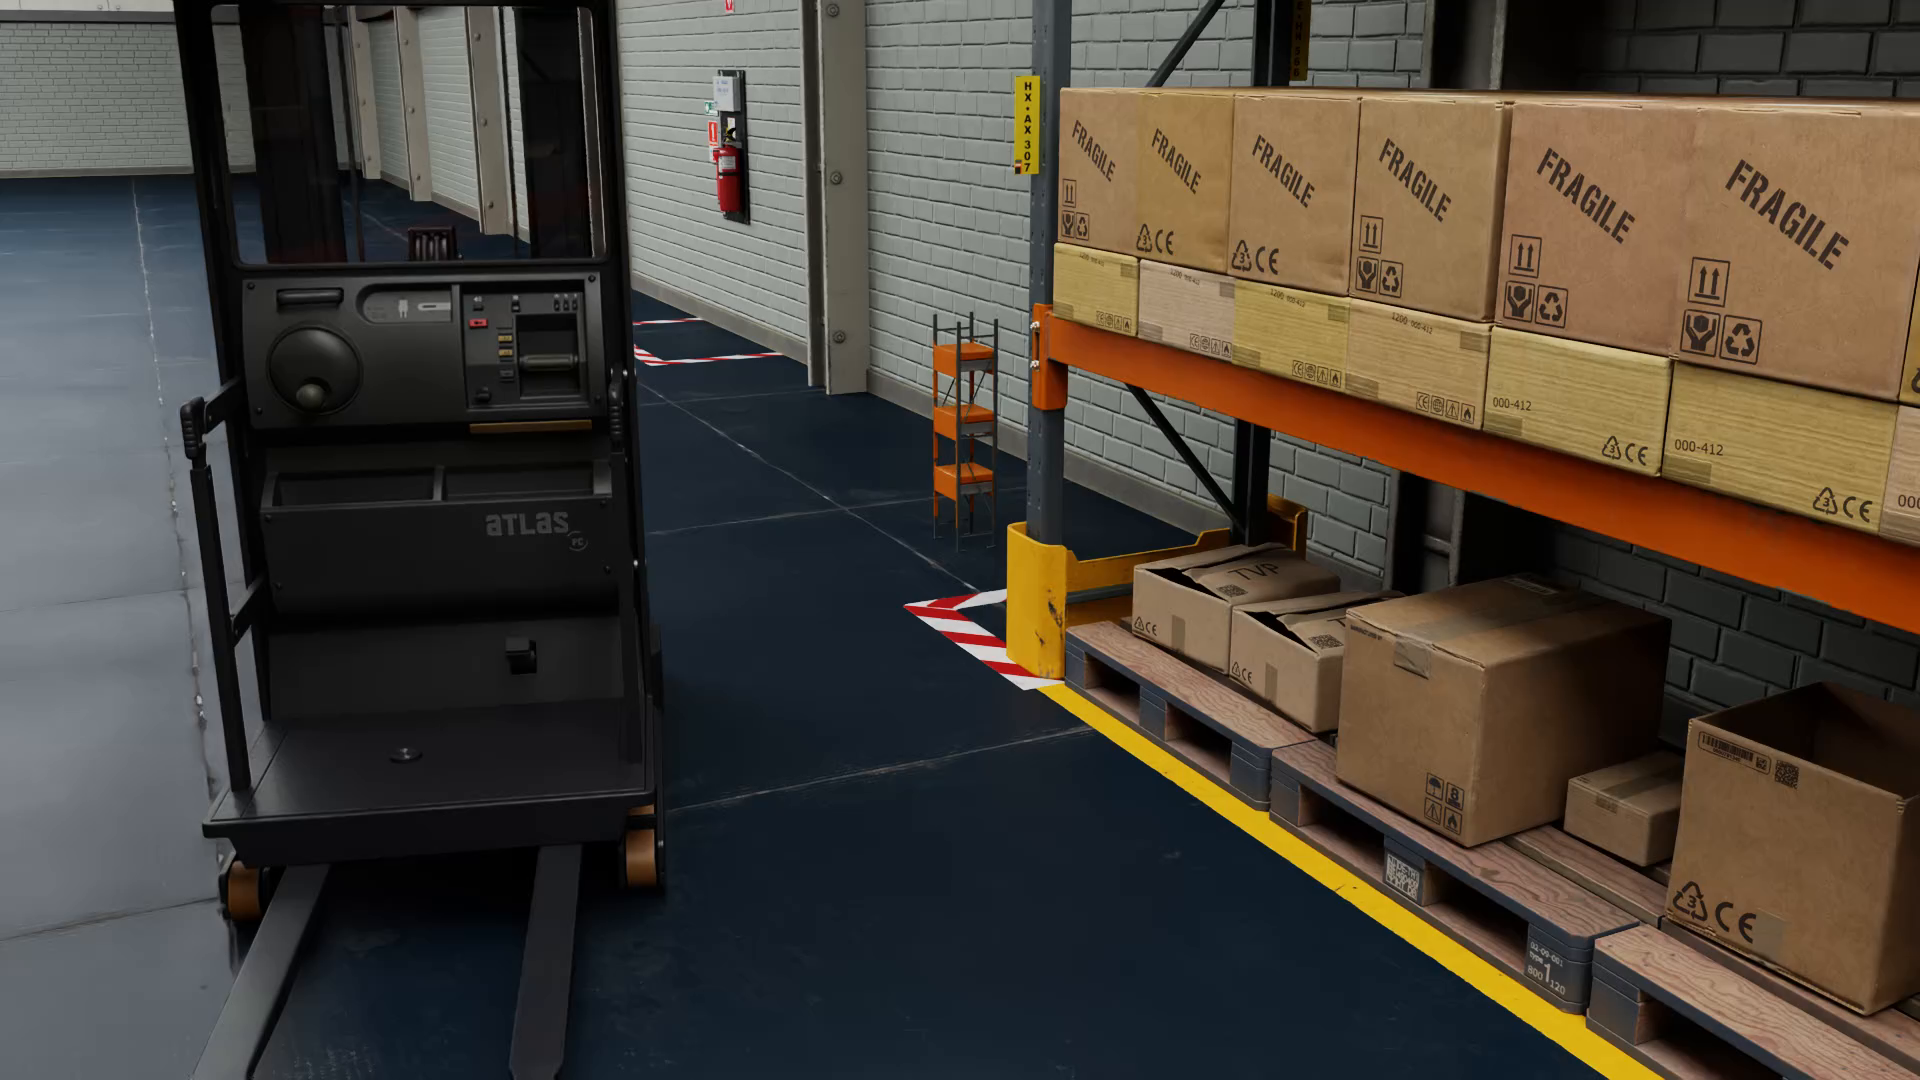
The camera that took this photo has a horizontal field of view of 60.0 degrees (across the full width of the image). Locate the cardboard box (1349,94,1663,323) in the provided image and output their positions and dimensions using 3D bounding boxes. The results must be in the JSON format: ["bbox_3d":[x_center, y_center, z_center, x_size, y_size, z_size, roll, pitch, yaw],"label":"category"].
[{"bbox_3d":[1.324,-0.829,4.077,0.500,0.500,0.500,-7,17,-23],"label":"cardboard box"}]

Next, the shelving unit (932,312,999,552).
[{"bbox_3d":[0.023,-0.491,7.560,0.215,1.050,0.252,-8,18,-25],"label":"shelving unit"}]

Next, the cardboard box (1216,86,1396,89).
[{"bbox_3d":[1.117,-1.271,5.619,0.500,0.500,0.500,-8,18,-26],"label":"cardboard box"}]

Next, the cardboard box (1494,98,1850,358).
[{"bbox_3d":[1.552,-0.700,3.628,0.500,0.500,0.500,-8,18,-26],"label":"cardboard box"}]

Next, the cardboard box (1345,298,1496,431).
[{"bbox_3d":[1.326,-0.463,4.162,0.500,0.250,0.500,-7,18,-24],"label":"cardboard box"}]

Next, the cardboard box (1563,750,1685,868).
[{"bbox_3d":[1.789,0.687,4.289,0.380,0.149,0.250,-9,18,-29],"label":"cardboard box"}]

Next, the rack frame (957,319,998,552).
[{"bbox_3d":[0.077,-0.461,7.454,0.200,1.050,0.008,-8,18,-25],"label":"rack frame"}]

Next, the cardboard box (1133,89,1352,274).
[{"bbox_3d":[0.866,-1.084,4.967,0.500,0.500,0.500,-8,18,-25],"label":"cardboard box"}]

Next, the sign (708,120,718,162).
[{"bbox_3d":[-2.022,-3.267,13.634,0.001,0.329,0.234,-8,18,-25],"label":"sign"}]

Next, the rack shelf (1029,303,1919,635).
[{"bbox_3d":[1.596,-0.223,4.394,1.077,0.370,4.000,-8,18,-25],"label":"rack shelf"}]

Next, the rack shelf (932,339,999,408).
[{"bbox_3d":[0.023,-0.754,7.484,0.215,0.259,0.240,-8,18,-25],"label":"rack shelf"}]

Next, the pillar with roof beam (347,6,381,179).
[{"bbox_3d":[-15.209,-10.798,29.063,9.100,9.000,0.400,-8,18,-25],"label":"pillar with roof beam"}]

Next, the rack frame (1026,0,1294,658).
[{"bbox_3d":[0.720,-1.065,6.023,1.000,3.000,0.127,-8,18,-25],"label":"rack frame"}]

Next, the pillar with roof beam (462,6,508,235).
[{"bbox_3d":[-9.952,-7.822,18.695,9.100,9.000,0.400,-8,18,-25],"label":"pillar with roof beam"}]

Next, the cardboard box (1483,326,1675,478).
[{"bbox_3d":[1.547,-0.339,3.728,0.500,0.250,0.500,-8,18,-25],"label":"cardboard box"}]

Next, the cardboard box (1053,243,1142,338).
[{"bbox_3d":[0.648,-0.843,5.485,0.500,0.250,0.500,-8,18,-27],"label":"cardboard box"}]

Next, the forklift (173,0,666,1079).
[{"bbox_3d":[-1.395,-0.527,4.274,1.130,2.935,3.031,-3,16,-10],"label":"forklift"}]

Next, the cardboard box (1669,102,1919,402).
[{"bbox_3d":[1.763,-0.574,3.188,0.500,0.500,0.500,-8,18,-25],"label":"cardboard box"}]

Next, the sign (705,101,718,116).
[{"bbox_3d":[-2.028,-3.520,13.553,0.001,0.109,0.331,-8,18,-25],"label":"sign"}]

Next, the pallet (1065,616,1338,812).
[{"bbox_3d":[1.077,0.500,5.625,1.003,0.211,1.213,-8,18,-25],"label":"pallet"}]

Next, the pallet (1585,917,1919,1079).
[{"bbox_3d":[2.146,1.105,3.516,1.003,0.211,1.213,-8,18,-25],"label":"pallet"}]

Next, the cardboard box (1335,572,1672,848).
[{"bbox_3d":[1.468,0.437,4.523,0.700,0.500,0.500,-9,18,-28],"label":"cardboard box"}]

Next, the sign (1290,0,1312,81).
[{"bbox_3d":[1.227,-1.835,6.036,0.100,0.325,0.005,-8,18,-25],"label":"sign"}]

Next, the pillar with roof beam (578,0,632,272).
[{"bbox_3d":[-7.323,-6.334,13.510,9.100,9.000,0.400,-8,18,-25],"label":"pillar with roof beam"}]

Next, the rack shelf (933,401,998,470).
[{"bbox_3d":[0.023,-0.481,7.563,0.215,0.259,0.240,-8,18,-25],"label":"rack shelf"}]

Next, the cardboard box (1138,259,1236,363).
[{"bbox_3d":[0.888,-0.716,5.042,0.500,0.250,0.500,-8,18,-27],"label":"cardboard box"}]

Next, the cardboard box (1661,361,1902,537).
[{"bbox_3d":[1.781,-0.216,3.300,0.500,0.250,0.500,-8,18,-25],"label":"cardboard box"}]

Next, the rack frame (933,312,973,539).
[{"bbox_3d":[-0.030,-0.522,7.665,0.200,1.050,0.008,-8,18,-25],"label":"rack frame"}]

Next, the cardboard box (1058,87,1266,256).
[{"bbox_3d":[0.659,-1.208,5.398,0.500,0.500,0.500,-8,18,-25],"label":"cardboard box"}]

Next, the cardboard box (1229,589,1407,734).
[{"bbox_3d":[1.192,0.340,5.204,0.500,0.311,0.500,-6,17,-20],"label":"cardboard box"}]

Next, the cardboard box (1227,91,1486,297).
[{"bbox_3d":[1.087,-0.955,4.518,0.500,0.500,0.500,-8,18,-27],"label":"cardboard box"}]

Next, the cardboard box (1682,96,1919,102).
[{"bbox_3d":[2.017,-0.766,3.856,0.500,0.500,0.500,-7,17,-23],"label":"cardboard box"}]

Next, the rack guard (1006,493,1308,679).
[{"bbox_3d":[0.753,0.156,6.302,1.175,0.500,0.348,-8,18,-25],"label":"rack guard"}]

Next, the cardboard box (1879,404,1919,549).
[{"bbox_3d":[1.992,-0.091,2.866,0.500,0.250,0.500,-8,18,-25],"label":"cardboard box"}]

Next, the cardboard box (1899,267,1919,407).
[{"bbox_3d":[1.987,-0.451,2.759,0.500,0.500,0.500,-8,18,-25],"label":"cardboard box"}]

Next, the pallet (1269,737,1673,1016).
[{"bbox_3d":[1.608,0.802,4.572,1.003,0.211,1.213,-8,18,-25],"label":"pallet"}]

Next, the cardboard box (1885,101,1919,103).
[{"bbox_3d":[2.231,-0.641,3.423,0.500,0.500,0.500,-8,18,-25],"label":"cardboard box"}]

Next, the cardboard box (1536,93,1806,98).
[{"bbox_3d":[1.780,-0.893,4.300,0.500,0.500,0.500,-7,18,-24],"label":"cardboard box"}]

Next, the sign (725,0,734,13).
[{"bbox_3d":[-1.787,-4.229,12.847,0.001,0.298,0.199,-8,18,-25],"label":"sign"}]

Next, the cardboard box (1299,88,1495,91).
[{"bbox_3d":[1.329,-1.145,5.180,0.500,0.500,0.500,-7,18,-24],"label":"cardboard box"}]

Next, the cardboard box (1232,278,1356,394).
[{"bbox_3d":[1.106,-0.589,4.600,0.500,0.250,0.500,-8,18,-26],"label":"cardboard box"}]

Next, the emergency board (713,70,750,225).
[{"bbox_3d":[-1.873,-3.101,13.118,0.194,1.169,0.643,-8,18,-25],"label":"emergency board"}]

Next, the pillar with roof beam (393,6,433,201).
[{"bbox_3d":[-12.580,-9.310,23.879,9.100,9.000,0.400,-8,18,-25],"label":"pillar with roof beam"}]

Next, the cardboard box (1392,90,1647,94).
[{"bbox_3d":[1.559,-1.018,4.735,0.500,0.500,0.500,-8,18,-26],"label":"cardboard box"}]

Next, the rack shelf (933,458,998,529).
[{"bbox_3d":[0.023,-0.214,7.639,0.215,0.259,0.240,-8,18,-25],"label":"rack shelf"}]

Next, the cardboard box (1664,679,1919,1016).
[{"bbox_3d":[1.981,0.665,3.730,0.500,0.500,0.500,-9,18,-29],"label":"cardboard box"}]

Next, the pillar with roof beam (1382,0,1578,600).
[{"bbox_3d":[-2.066,-3.359,3.142,9.100,9.000,0.400,-8,18,-25],"label":"pillar with roof beam"}]

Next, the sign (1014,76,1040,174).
[{"bbox_3d":[0.232,-1.415,5.675,0.100,0.325,0.005,-8,18,-25],"label":"sign"}]

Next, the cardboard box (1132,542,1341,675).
[{"bbox_3d":[0.942,0.199,5.697,0.500,0.311,0.500,-10,19,-31],"label":"cardboard box"}]

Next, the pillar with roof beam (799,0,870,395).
[{"bbox_3d":[-4.695,-4.847,8.326,9.100,9.000,0.400,-8,18,-25],"label":"pillar with roof beam"}]
